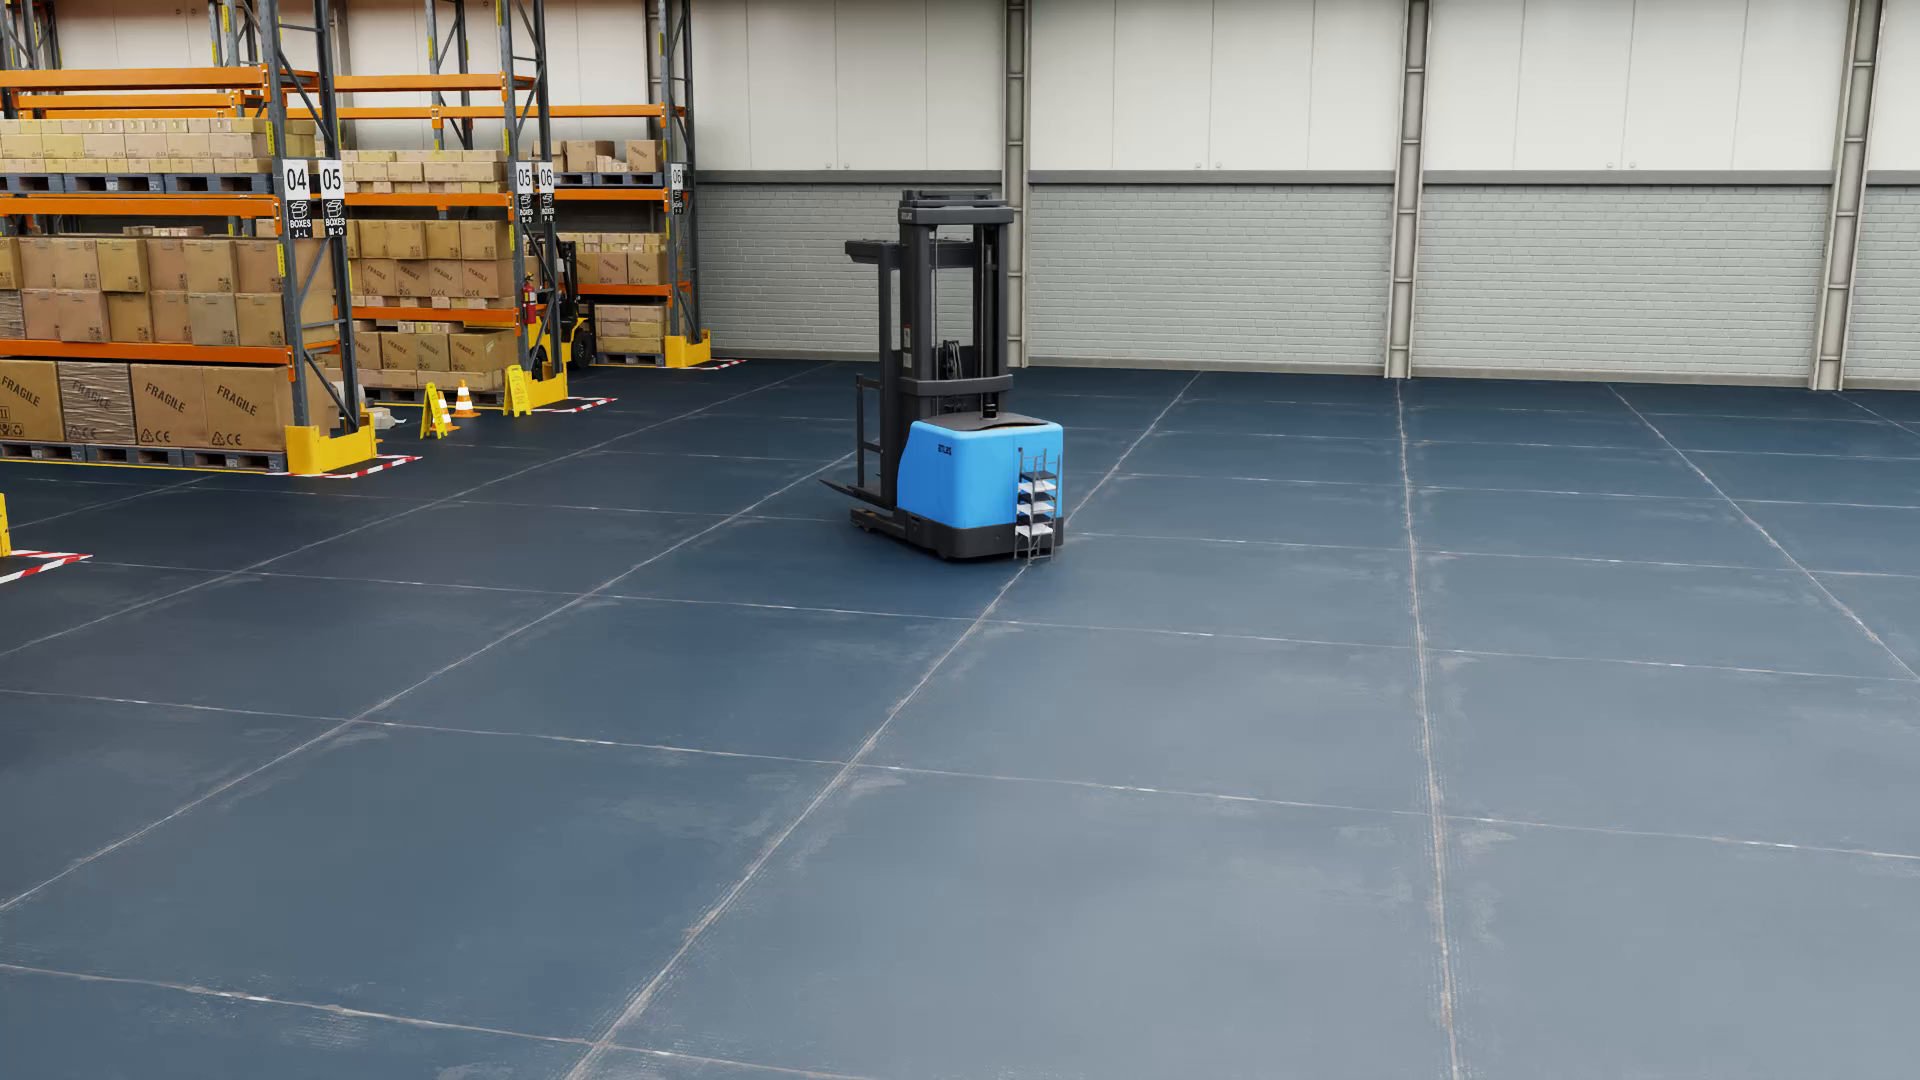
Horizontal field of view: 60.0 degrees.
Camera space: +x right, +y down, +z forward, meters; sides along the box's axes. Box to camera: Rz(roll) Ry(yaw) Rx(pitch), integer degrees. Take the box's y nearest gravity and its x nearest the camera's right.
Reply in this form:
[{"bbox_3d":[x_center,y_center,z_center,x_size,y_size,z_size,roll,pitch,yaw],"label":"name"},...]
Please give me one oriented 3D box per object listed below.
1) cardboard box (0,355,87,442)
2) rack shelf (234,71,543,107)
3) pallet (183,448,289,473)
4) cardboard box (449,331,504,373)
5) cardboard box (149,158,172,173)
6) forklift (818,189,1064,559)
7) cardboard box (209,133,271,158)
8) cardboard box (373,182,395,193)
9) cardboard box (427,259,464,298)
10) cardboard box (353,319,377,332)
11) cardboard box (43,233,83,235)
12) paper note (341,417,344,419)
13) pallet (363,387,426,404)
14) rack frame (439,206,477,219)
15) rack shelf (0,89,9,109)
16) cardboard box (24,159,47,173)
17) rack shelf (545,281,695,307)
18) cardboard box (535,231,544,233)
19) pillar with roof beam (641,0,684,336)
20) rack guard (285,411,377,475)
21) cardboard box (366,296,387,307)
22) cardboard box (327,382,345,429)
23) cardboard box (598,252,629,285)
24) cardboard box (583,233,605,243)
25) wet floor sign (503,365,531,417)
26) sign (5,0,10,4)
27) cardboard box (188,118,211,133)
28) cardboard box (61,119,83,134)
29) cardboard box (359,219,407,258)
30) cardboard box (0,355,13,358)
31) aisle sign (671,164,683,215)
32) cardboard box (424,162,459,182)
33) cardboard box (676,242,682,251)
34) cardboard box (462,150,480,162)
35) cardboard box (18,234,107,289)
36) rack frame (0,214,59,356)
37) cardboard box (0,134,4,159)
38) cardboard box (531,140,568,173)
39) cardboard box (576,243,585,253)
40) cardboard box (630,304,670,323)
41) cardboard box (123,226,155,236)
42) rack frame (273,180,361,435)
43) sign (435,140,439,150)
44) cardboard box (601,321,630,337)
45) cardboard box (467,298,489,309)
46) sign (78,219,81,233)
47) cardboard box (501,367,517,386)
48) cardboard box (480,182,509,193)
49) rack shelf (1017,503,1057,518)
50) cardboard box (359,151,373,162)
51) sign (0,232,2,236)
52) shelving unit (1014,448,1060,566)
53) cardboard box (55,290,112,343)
[{"bbox_3d":[-10.042,-1.602,18.464,0.875,0.875,0.875,3,13,14],"label":"cardboard box"},{"bbox_3d":[-7.607,-6.000,22.169,4.000,0.370,1.077,3,13,14],"label":"rack shelf"},{"bbox_3d":[-7.548,-0.937,17.972,1.213,0.211,1.003,3,13,14],"label":"pallet"},{"bbox_3d":[-6.505,-2.535,22.384,0.500,0.500,0.500,3,13,14],"label":"cardboard box"},{"bbox_3d":[-8.145,-3.868,17.198,0.250,0.149,0.380,3,13,13],"label":"cardboard box"},{"bbox_3d":[-0.312,-1.549,14.451,1.130,2.935,3.031,-7,14,-29],"label":"forklift"},{"bbox_3d":[-7.295,-4.031,17.010,0.500,0.250,0.500,3,13,14],"label":"cardboard box"},{"bbox_3d":[-7.580,-4.692,22.110,0.250,0.149,0.380,3,13,13],"label":"cardboard box"},{"bbox_3d":[-6.743,-3.511,22.217,0.500,0.500,0.500,3,13,14],"label":"cardboard box"},{"bbox_3d":[-8.172,-2.927,22.650,0.250,0.149,0.380,4,13,17],"label":"cardboard box"},{"bbox_3d":[-15.714,-5.168,29.403,0.500,0.500,0.700,3,13,15],"label":"cardboard box"},{"bbox_3d":[-7.848,-1.571,21.271,0.142,0.019,0.148,8,15,33],"label":"paper note"},{"bbox_3d":[-7.700,-2.076,23.103,1.213,0.211,1.003,3,13,14],"label":"pallet"},{"bbox_3d":[-8.363,-4.572,27.914,0.127,3.000,1.000,3,13,14],"label":"rack frame"},{"bbox_3d":[-12.578,-4.967,18.432,4.000,0.370,1.077,3,13,14],"label":"rack shelf"},{"bbox_3d":[-9.627,-3.947,17.554,0.250,0.149,0.380,3,13,13],"label":"cardboard box"},{"bbox_3d":[-6.421,-4.117,27.524,4.000,0.370,1.077,3,13,14],"label":"rack shelf"},{"bbox_3d":[-6.982,-5.079,27.786,0.250,0.149,0.380,3,13,13],"label":"cardboard box"},{"bbox_3d":[-5.971,-6.613,23.265,0.400,9.000,9.100,3,13,14],"label":"pillar with roof beam"},{"bbox_3d":[-6.729,-1.052,17.822,0.348,0.500,1.175,3,13,14],"label":"rack guard"},{"bbox_3d":[-7.828,-3.246,22.517,0.250,0.149,0.380,3,13,13],"label":"cardboard box"},{"bbox_3d":[-7.977,-1.660,20.554,0.637,0.503,0.797,-6,14,-25],"label":"cardboard box"},{"bbox_3d":[-5.521,-4.412,26.964,0.500,0.500,0.500,3,13,15],"label":"cardboard box"},{"bbox_3d":[-5.888,-4.882,26.897,0.250,0.149,0.380,3,13,15],"label":"cardboard box"},{"bbox_3d":[-5.737,-1.936,21.469,0.232,0.644,0.267,8,15,33],"label":"wet floor sign"},{"bbox_3d":[-10.479,-6.059,18.245,0.005,0.325,0.100,3,13,14],"label":"sign"},{"bbox_3d":[-7.652,-4.231,16.994,0.250,0.149,0.380,3,13,14],"label":"cardboard box"},{"bbox_3d":[-9.128,-4.310,17.349,0.250,0.149,0.380,3,13,13],"label":"cardboard box"},{"bbox_3d":[-7.674,-4.070,22.429,0.500,0.500,0.700,3,13,13],"label":"cardboard box"},{"bbox_3d":[-14.083,-2.956,24.569,0.875,0.875,0.875,3,13,13],"label":"cardboard box"},{"bbox_3d":[-4.486,-5.568,26.403,0.004,0.787,0.394,3,13,14],"label":"aisle sign"},{"bbox_3d":[-6.711,-4.855,21.927,0.500,0.250,0.500,3,13,13],"label":"cardboard box"},{"bbox_3d":[-4.746,-4.802,27.222,0.250,0.149,0.380,3,13,12],"label":"cardboard box"},{"bbox_3d":[-6.305,-5.028,21.784,0.250,0.149,0.380,3,13,15],"label":"cardboard box"},{"bbox_3d":[-9.724,-3.051,18.222,0.550,0.550,0.875,3,13,14],"label":"cardboard box"},{"bbox_3d":[-13.432,-3.735,24.144,0.127,3.000,1.000,3,13,14],"label":"rack frame"},{"bbox_3d":[-10.229,-4.187,17.716,0.500,0.250,0.500,3,13,14],"label":"cardboard box"},{"bbox_3d":[-6.497,-6.217,26.966,0.637,0.503,0.797,3,13,15],"label":"cardboard box"},{"bbox_3d":[-6.134,-4.750,26.989,0.250,0.149,0.380,3,13,14],"label":"cardboard box"},{"bbox_3d":[-5.001,-3.673,26.934,0.500,0.250,0.500,4,13,15],"label":"cardboard box"},{"bbox_3d":[-11.776,-4.425,23.870,0.250,0.149,0.380,2,13,11],"label":"cardboard box"},{"bbox_3d":[-6.753,-2.274,17.557,0.127,3.000,1.000,3,13,14],"label":"rack frame"},{"bbox_3d":[-8.483,-6.327,26.982,0.005,0.325,0.100,3,13,14],"label":"sign"},{"bbox_3d":[-5.511,-3.459,27.121,0.500,0.250,0.500,3,13,13],"label":"cardboard box"},{"bbox_3d":[-6.352,-3.162,22.138,0.250,0.149,0.380,3,13,13],"label":"cardboard box"},{"bbox_3d":[-16.000,-5.669,30.186,0.005,0.325,0.100,3,13,14],"label":"sign"},{"bbox_3d":[-6.382,-2.283,22.976,0.500,0.250,0.500,3,13,13],"label":"cardboard box"},{"bbox_3d":[-6.078,-4.621,21.793,0.250,0.149,0.380,3,13,14],"label":"cardboard box"},{"bbox_3d":[0.614,-0.232,13.314,0.258,0.077,0.200,-7,20,-29],"label":"rack shelf"},{"bbox_3d":[-7.792,-5.110,22.156,0.250,0.149,0.380,3,13,15],"label":"cardboard box"},{"bbox_3d":[-13.562,-4.183,23.491,0.005,0.325,0.100,3,13,14],"label":"sign"},{"bbox_3d":[0.615,-0.264,13.304,0.258,0.900,0.210,-7,20,-29],"label":"shelving unit"},{"bbox_3d":[-9.240,-2.461,18.056,0.550,0.550,0.875,3,13,14],"label":"cardboard box"}]
